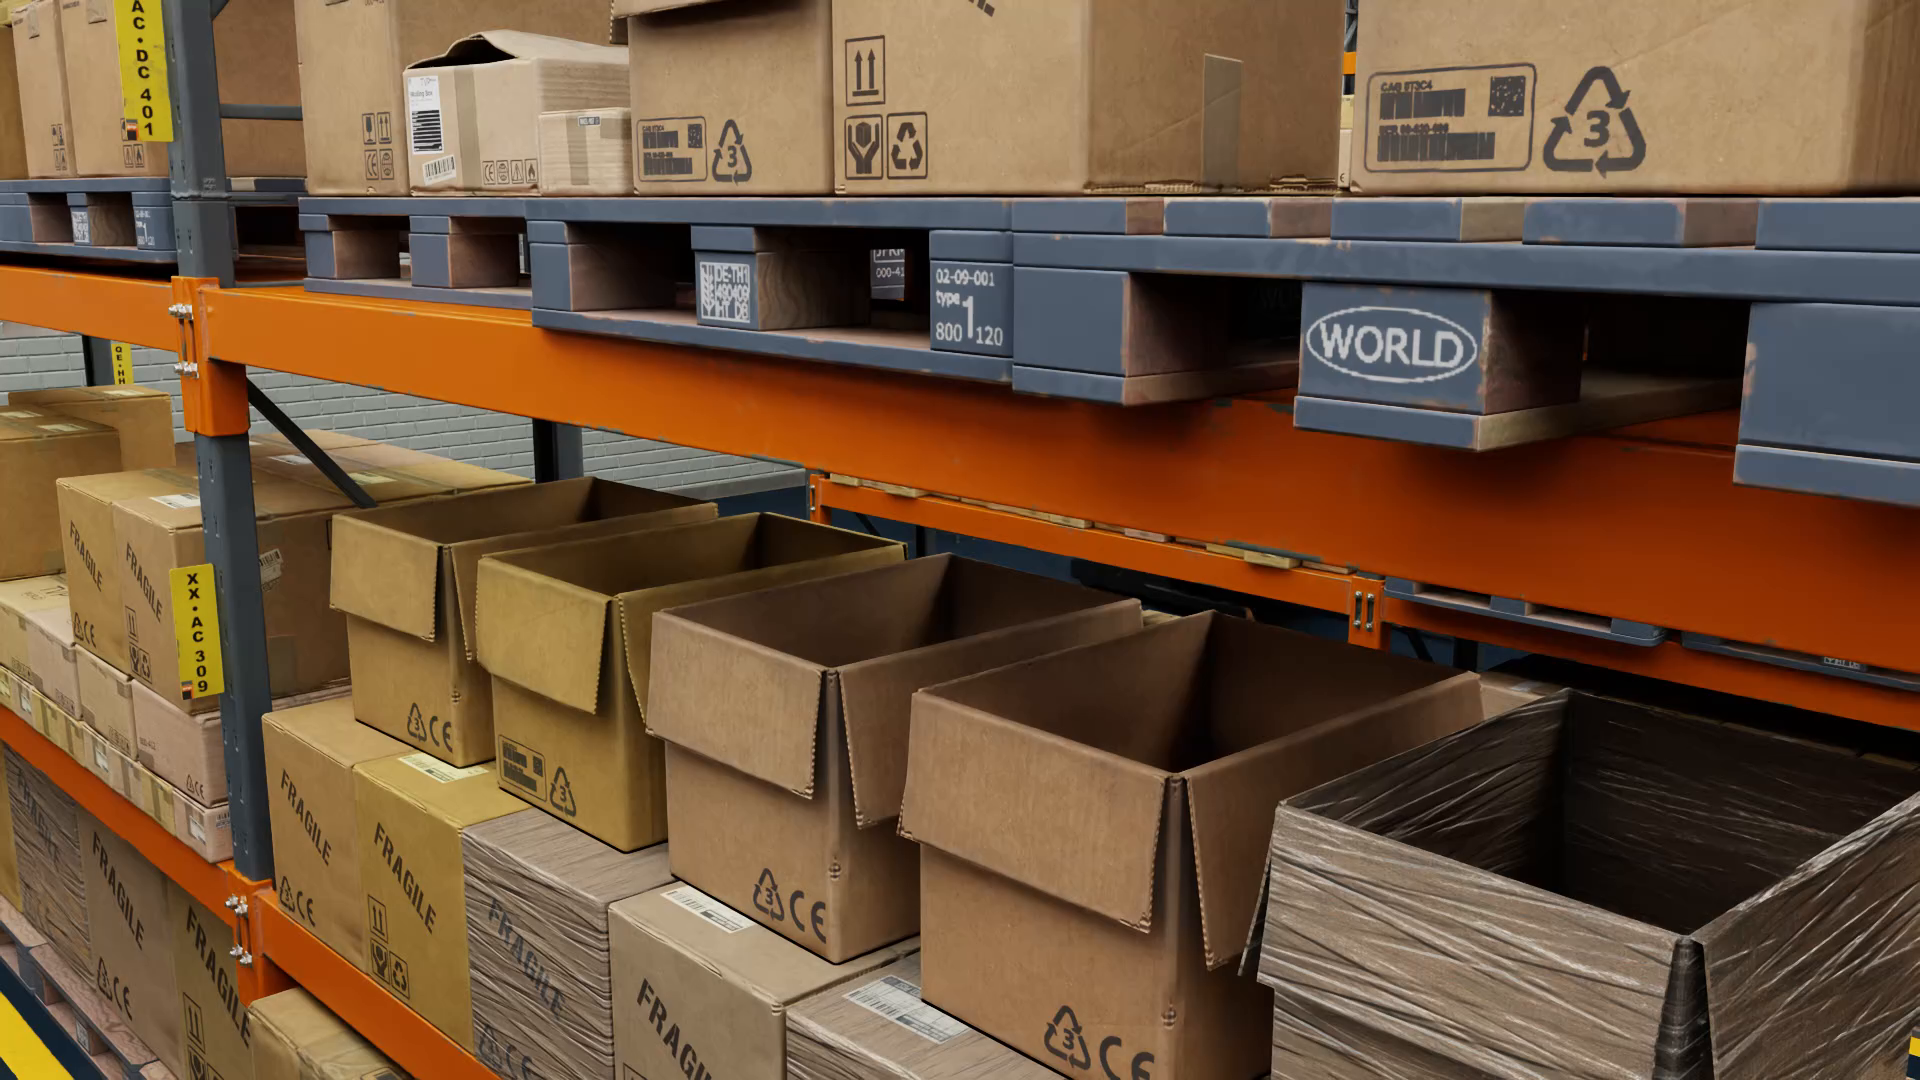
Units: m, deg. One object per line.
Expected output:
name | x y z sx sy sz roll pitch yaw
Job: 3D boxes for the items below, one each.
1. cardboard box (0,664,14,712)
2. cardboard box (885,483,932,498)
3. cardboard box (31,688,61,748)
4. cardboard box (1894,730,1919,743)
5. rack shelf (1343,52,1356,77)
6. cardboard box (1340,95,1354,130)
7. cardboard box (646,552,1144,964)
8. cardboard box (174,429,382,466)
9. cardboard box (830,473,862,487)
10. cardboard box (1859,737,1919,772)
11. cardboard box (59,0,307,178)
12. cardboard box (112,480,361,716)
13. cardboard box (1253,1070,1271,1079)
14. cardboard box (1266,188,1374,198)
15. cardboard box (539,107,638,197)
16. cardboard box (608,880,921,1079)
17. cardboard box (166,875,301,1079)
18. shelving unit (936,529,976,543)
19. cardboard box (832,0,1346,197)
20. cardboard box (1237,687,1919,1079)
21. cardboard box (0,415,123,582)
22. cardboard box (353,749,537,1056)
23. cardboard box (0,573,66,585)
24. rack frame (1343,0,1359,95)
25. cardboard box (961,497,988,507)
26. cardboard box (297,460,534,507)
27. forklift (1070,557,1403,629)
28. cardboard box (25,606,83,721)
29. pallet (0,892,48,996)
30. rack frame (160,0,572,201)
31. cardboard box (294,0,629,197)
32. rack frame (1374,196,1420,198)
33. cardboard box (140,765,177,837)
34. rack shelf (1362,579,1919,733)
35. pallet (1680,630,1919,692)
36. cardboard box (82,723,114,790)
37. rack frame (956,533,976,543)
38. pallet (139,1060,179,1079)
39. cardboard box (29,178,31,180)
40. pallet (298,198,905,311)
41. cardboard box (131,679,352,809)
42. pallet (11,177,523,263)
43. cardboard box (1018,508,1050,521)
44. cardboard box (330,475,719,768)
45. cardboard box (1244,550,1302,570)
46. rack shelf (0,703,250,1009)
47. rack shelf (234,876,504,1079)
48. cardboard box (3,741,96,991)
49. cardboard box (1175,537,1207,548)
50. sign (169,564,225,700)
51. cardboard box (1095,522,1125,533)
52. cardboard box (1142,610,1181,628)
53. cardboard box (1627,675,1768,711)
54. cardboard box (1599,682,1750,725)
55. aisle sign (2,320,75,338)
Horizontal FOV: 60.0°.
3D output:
cardboard box | -3.150 0.470 5.817 0.250 0.149 0.380 11 16 44
cardboard box | -0.223 -0.357 9.834 0.250 0.149 0.380 11 16 44
cardboard box | -2.792 0.546 5.452 0.380 0.149 0.250 -11 16 -43
cardboard box | 3.978 0.885 6.477 0.500 0.250 0.500 -11 16 -42
rack shelf | 4.329 -3.454 12.149 1.077 0.370 4.000 -11 16 -43
cardboard box | 1.786 -1.911 7.463 0.250 0.149 0.380 11 16 43
cardboard box | -0.104 0.351 3.040 0.797 0.503 0.637 -10 15 -41
cardboard box | -2.300 -0.084 5.663 0.500 0.500 0.500 11 16 43
cardboard box | -0.576 -0.435 10.213 0.380 0.149 0.250 -11 16 -43
cardboard box | 3.604 0.956 6.134 0.500 0.250 0.500 -10 16 -41
cardboard box | -2.041 -1.270 4.670 0.500 0.500 0.700 11 16 42
cardboard box | -1.968 0.140 4.576 0.500 0.500 0.500 -10 15 -41
cardboard box | 0.445 1.033 2.218 0.500 0.500 0.500 -11 16 -43
cardboard box | 1.666 -1.497 7.683 0.500 0.250 0.500 -10 16 -41
cardboard box | -0.537 -0.705 3.046 0.250 0.149 0.380 11 16 43
cardboard box | -0.267 0.883 2.944 0.500 0.500 0.500 -10 16 -41
cardboard box | -1.855 1.336 5.216 0.875 0.875 0.875 -11 16 -43
shelving unit | -0.114 -0.612 14.908 0.258 1.200 0.503 -11 16 -43
cardboard box | 0.172 -0.724 2.269 0.500 0.500 0.500 -10 15 -40
cardboard box | 0.812 0.543 2.106 0.797 0.503 0.637 -10 15 -41
cardboard box | -3.376 -0.159 6.025 0.500 0.500 0.500 11 16 44
cardboard box | -0.973 0.735 3.661 0.500 0.500 0.500 -11 16 -42
cardboard box | -3.375 0.209 6.096 0.500 0.250 0.500 11 16 43
rack frame | 2.948 -4.294 13.453 1.000 3.000 0.127 -11 16 -43
cardboard box | 0.225 -0.295 9.534 0.380 0.149 0.250 -11 16 -43
cardboard box | -1.603 0.064 4.944 0.500 0.500 0.500 -11 16 -43
forklift | 2.207 -0.914 12.086 1.130 2.935 3.031 -10 15 -39
cardboard box | -2.664 0.359 5.369 0.500 0.250 0.500 -10 16 -41
pallet | -3.611 1.497 7.123 1.003 0.211 1.213 -11 16 -43
rack frame | -1.457 -2.329 3.917 1.000 3.000 0.127 -11 16 -43
cardboard box | -1.049 -1.032 3.763 0.700 0.500 0.500 -10 16 -41
rack frame | 2.200 -3.006 7.200 1.000 3.000 0.127 -11 16 -43
cardboard box | -2.083 0.696 4.724 0.380 0.149 0.250 -10 16 -41
rack shelf | 3.581 0.577 6.461 1.077 0.370 4.000 -11 16 -43
pallet | 3.566 0.327 6.366 1.003 0.211 1.213 -11 16 -43
cardboard box | -2.437 0.621 5.088 0.380 0.149 0.250 -11 16 -42
rack frame | 0.054 -0.576 14.735 0.240 1.200 0.015 -11 16 -43
pallet | -1.926 1.853 5.395 1.003 0.211 1.213 -11 16 -43
cardboard box | -2.668 -1.445 5.521 0.700 0.500 0.500 -10 15 -40
pallet | -0.788 -0.640 3.623 1.217 0.209 0.805 11 16 43
cardboard box | -1.952 0.509 4.642 0.500 0.250 0.500 -11 16 -44
pallet | -2.015 -0.938 4.815 1.003 0.211 1.213 -11 16 -43
cardboard box | 0.538 -0.215 9.142 0.380 0.149 0.250 -10 15 -41
cardboard box | -1.010 0.161 3.964 0.637 0.503 0.797 11 16 44
cardboard box | 1.577 0.024 7.983 0.250 0.149 0.380 11 16 44
rack shelf | -2.838 0.669 6.011 1.077 0.370 4.000 -11 16 -43
rack shelf | -0.076 1.253 3.178 1.077 0.370 4.000 -11 16 -43
cardboard box | -3.091 1.075 6.484 0.875 0.875 0.875 -11 16 -43
cardboard box | 1.307 -0.070 8.442 0.250 0.149 0.380 11 16 44
sign | -1.858 0.224 4.050 0.100 0.325 0.005 -11 16 -43
cardboard box | 0.929 -0.144 8.801 0.380 0.149 0.250 -11 16 -43
cardboard box | 1.051 0.521 9.499 0.380 0.149 0.250 -11 16 -42
cardboard box | 3.242 0.734 7.210 0.500 0.250 0.500 -10 15 -40
cardboard box | 2.889 0.806 6.862 0.500 0.250 0.500 -10 16 -41
aisle sign | -4.052 -1.300 7.347 0.394 0.787 0.004 -11 16 -43
